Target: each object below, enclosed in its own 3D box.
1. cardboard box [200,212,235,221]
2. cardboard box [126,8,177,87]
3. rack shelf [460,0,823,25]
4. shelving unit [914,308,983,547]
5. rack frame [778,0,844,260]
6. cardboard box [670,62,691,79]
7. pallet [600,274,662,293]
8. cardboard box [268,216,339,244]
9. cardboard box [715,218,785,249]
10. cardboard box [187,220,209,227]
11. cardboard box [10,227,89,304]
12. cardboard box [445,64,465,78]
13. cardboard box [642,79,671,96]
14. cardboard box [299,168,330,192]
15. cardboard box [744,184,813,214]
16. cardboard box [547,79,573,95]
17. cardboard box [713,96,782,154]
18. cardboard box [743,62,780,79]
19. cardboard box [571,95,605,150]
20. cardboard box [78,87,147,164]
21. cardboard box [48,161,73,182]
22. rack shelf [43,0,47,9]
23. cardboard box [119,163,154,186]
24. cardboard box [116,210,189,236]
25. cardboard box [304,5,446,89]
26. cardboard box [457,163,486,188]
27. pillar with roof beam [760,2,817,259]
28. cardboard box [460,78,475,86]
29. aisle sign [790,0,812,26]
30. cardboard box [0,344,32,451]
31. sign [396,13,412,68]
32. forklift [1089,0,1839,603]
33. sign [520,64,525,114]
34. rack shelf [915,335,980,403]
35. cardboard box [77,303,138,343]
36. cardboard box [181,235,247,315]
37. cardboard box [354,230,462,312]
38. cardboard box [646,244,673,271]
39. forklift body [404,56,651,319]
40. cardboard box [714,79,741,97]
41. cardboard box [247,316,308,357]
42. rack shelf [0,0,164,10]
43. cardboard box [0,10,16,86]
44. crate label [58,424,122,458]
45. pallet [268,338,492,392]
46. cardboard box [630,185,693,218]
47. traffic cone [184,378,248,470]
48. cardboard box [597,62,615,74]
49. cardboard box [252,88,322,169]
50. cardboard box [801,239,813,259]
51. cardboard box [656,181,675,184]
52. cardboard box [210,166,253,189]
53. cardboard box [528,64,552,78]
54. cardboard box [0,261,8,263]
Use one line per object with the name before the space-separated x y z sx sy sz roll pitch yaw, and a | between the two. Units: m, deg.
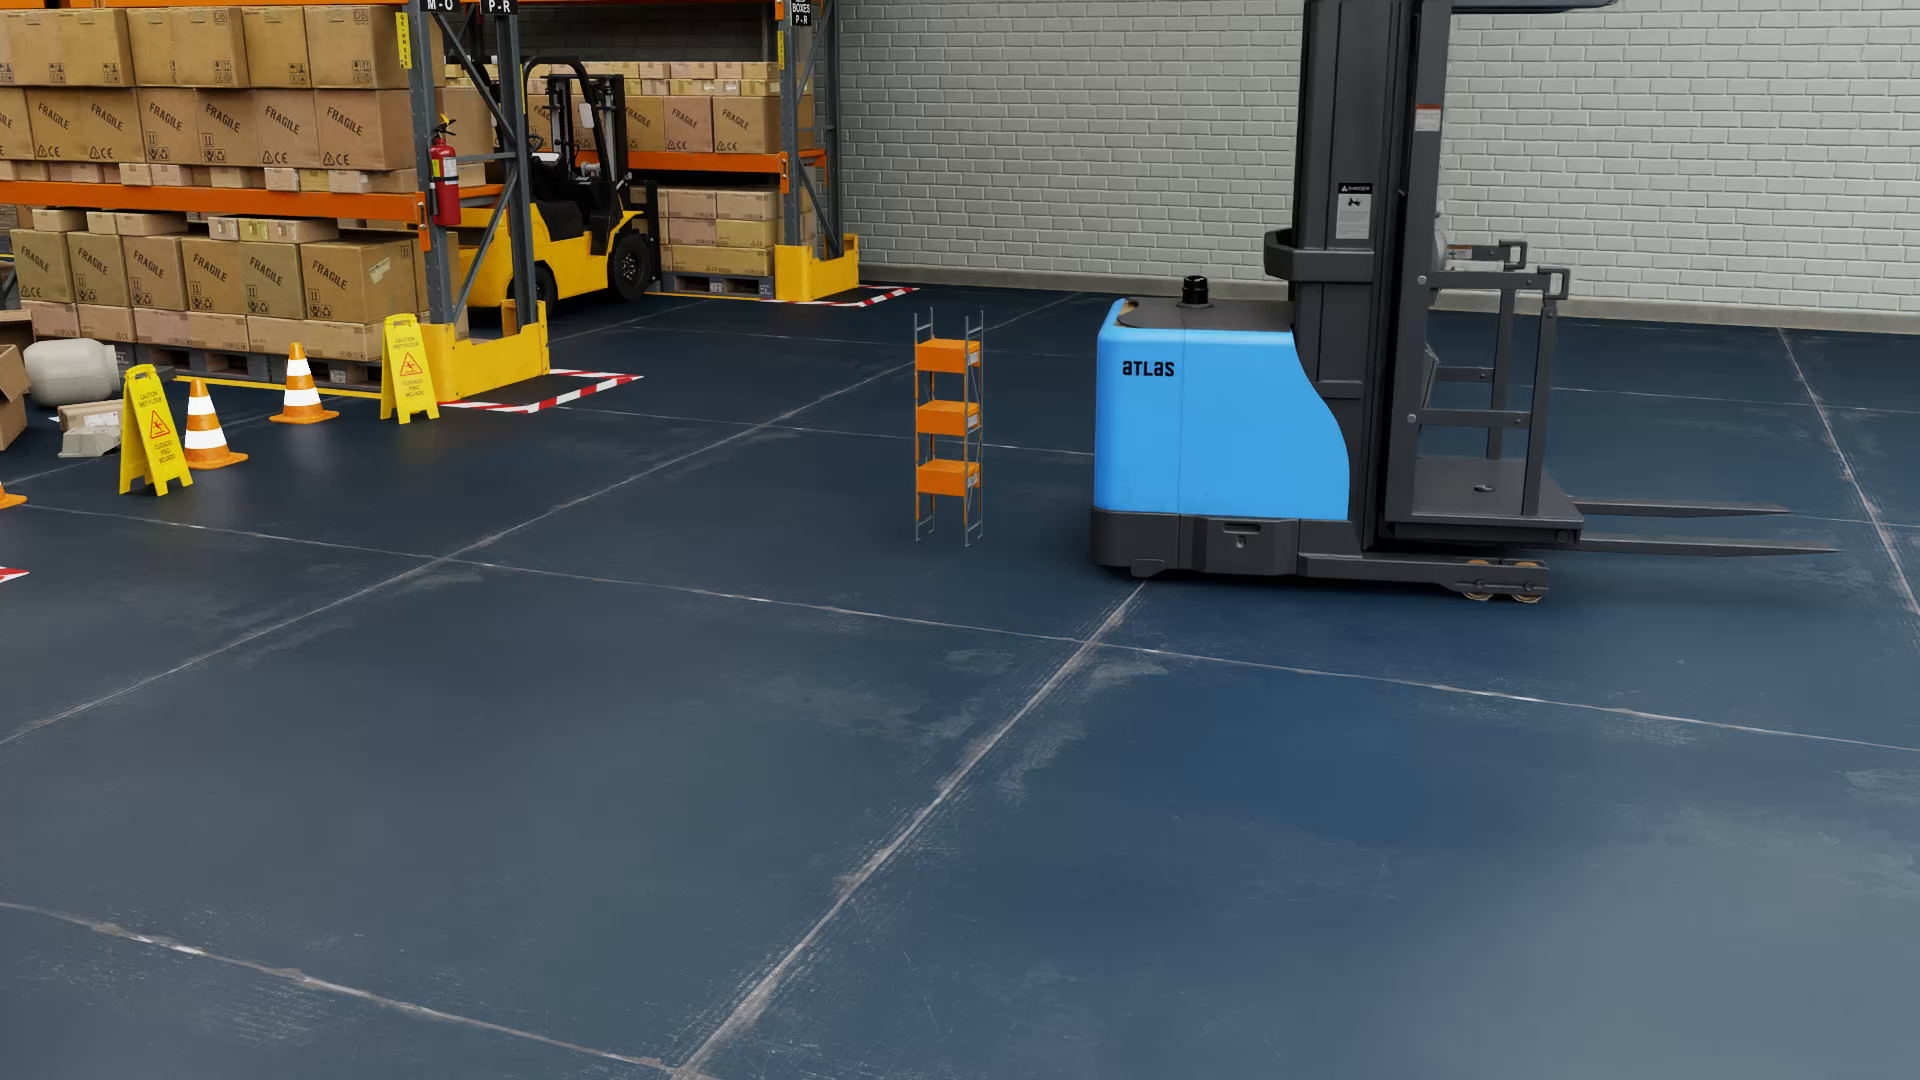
cardboard box | -7.616 -3.523 17.934 0.625 0.625 0.875 7 18 22
cardboard box | -5.126 -3.320 11.225 0.500 0.500 0.700 6 17 20
rack shelf | -3.221 -5.075 15.684 4.000 0.370 1.077 6 17 21
shelving unit | -0.050 -0.510 7.546 0.252 1.050 0.215 6 17 21
rack frame | -1.360 -3.775 15.298 0.127 3.000 1.000 6 17 21
cardboard box | -2.469 -4.341 15.371 0.250 0.149 0.380 6 17 21
pallet | -3.218 -2.629 16.350 1.213 0.211 1.003 6 17 21
cardboard box | -4.385 -2.075 11.110 0.250 0.149 0.380 7 18 22
cardboard box | -1.928 -2.865 15.445 0.500 0.250 0.500 6 17 20
cardboard box | -5.776 -2.095 12.345 0.500 0.500 0.500 7 17 22
cardboard box | -6.449 -2.008 12.042 0.500 0.500 0.500 7 18 23
cardboard box | -4.893 -4.577 16.184 0.250 0.149 0.380 7 17 22
cardboard box | -2.745 -4.202 15.424 0.250 0.149 0.380 6 17 19
cardboard box | -4.111 -2.379 10.937 0.250 0.149 0.380 6 17 20
cardboard box | -1.738 -3.235 15.821 0.500 0.250 0.500 6 17 20
cardboard box | -3.701 -4.305 15.779 0.250 0.149 0.380 6 17 19
cardboard box | -1.914 -3.805 15.222 0.500 0.500 0.500 6 17 19
cardboard box | -1.771 -4.260 15.090 0.250 0.149 0.380 6 17 21
cardboard box | -3.342 -3.962 15.761 0.500 0.500 0.500 6 17 21
cardboard box | -5.654 -2.870 11.467 0.500 0.500 0.500 6 17 20
cardboard box | -6.211 -2.629 11.800 0.250 0.149 0.380 6 17 20
rack shelf | -8.759 -4.196 12.658 4.000 0.370 1.077 6 17 21
cardboard box | -5.537 -2.527 11.450 0.250 0.149 0.380 6 17 21
cardboard box | -5.624 -2.212 11.583 0.250 0.149 0.380 7 18 24
cardboard box | -3.733 -3.154 10.652 0.500 0.500 0.700 6 17 19
cardboard box | -3.418 -2.455 11.201 0.250 0.149 0.380 6 17 21
pillar with roof beam | -3.257 -5.845 11.666 0.400 9.000 9.100 6 17 21
cardboard box | -4.640 -4.417 16.165 0.250 0.149 0.380 7 17 22
aisle sign | -1.407 -4.941 14.650 0.004 0.787 0.394 6 17 21
cardboard box | -5.741 -0.812 9.567 0.637 0.503 0.797 -5 17 -18
sign | -3.400 -3.053 10.168 0.005 0.325 0.100 6 17 21
forklift | 2.118 -1.310 6.928 3.031 2.935 1.130 3 16 9
sign | -2.979 -3.044 11.226 0.005 0.325 0.100 6 17 21
rack shelf | -0.050 -0.772 7.470 0.240 0.259 0.215 6 17 21
cardboard box | -5.948 -1.596 11.969 0.500 0.250 0.500 7 18 24
cardboard box | -4.972 -1.849 11.496 0.500 0.500 0.500 6 17 19
cardboard box | -3.849 -1.885 11.621 0.500 0.500 0.500 6 17 19
cardboard box | -2.834 -2.729 15.874 0.500 0.250 0.500 6 17 21
forklift body | -3.793 -3.088 14.454 1.214 2.155 2.313 6 17 21
cardboard box | -2.034 -4.116 15.128 0.250 0.149 0.380 7 17 22
cardboard box | -4.507 -1.437 11.421 0.500 0.250 0.500 6 17 21
rack shelf | -10.663 -5.893 18.503 4.000 0.370 1.077 6 17 21
cardboard box | -6.569 -3.466 11.728 0.500 0.500 0.700 6 17 20
crate label | -4.896 -0.564 9.370 0.298 0.136 0.250 -2 16 -8
pallet | -3.991 -1.248 11.595 1.213 0.211 1.003 6 17 21
cardboard box | -2.853 -3.203 15.710 0.500 0.250 0.500 7 17 21
traffic cone | -4.142 -0.656 9.103 0.334 0.463 0.336 6 17 21
cardboard box | -3.200 -4.415 15.625 0.250 0.149 0.380 7 17 21
cardboard box | -4.248 -2.715 10.932 0.500 0.500 0.500 6 17 21
cardboard box | -1.745 -2.757 15.970 0.500 0.250 0.500 6 17 21
cardboard box | -3.139 -3.393 16.367 0.500 0.250 0.500 6 17 20
cardboard box | -4.820 -2.462 11.226 0.250 0.149 0.380 6 17 20
cardboard box | -3.923 -4.478 15.841 0.250 0.149 0.380 6 17 20
cardboard box | -8.058 -1.962 13.012 0.625 0.372 0.950 7 18 24
